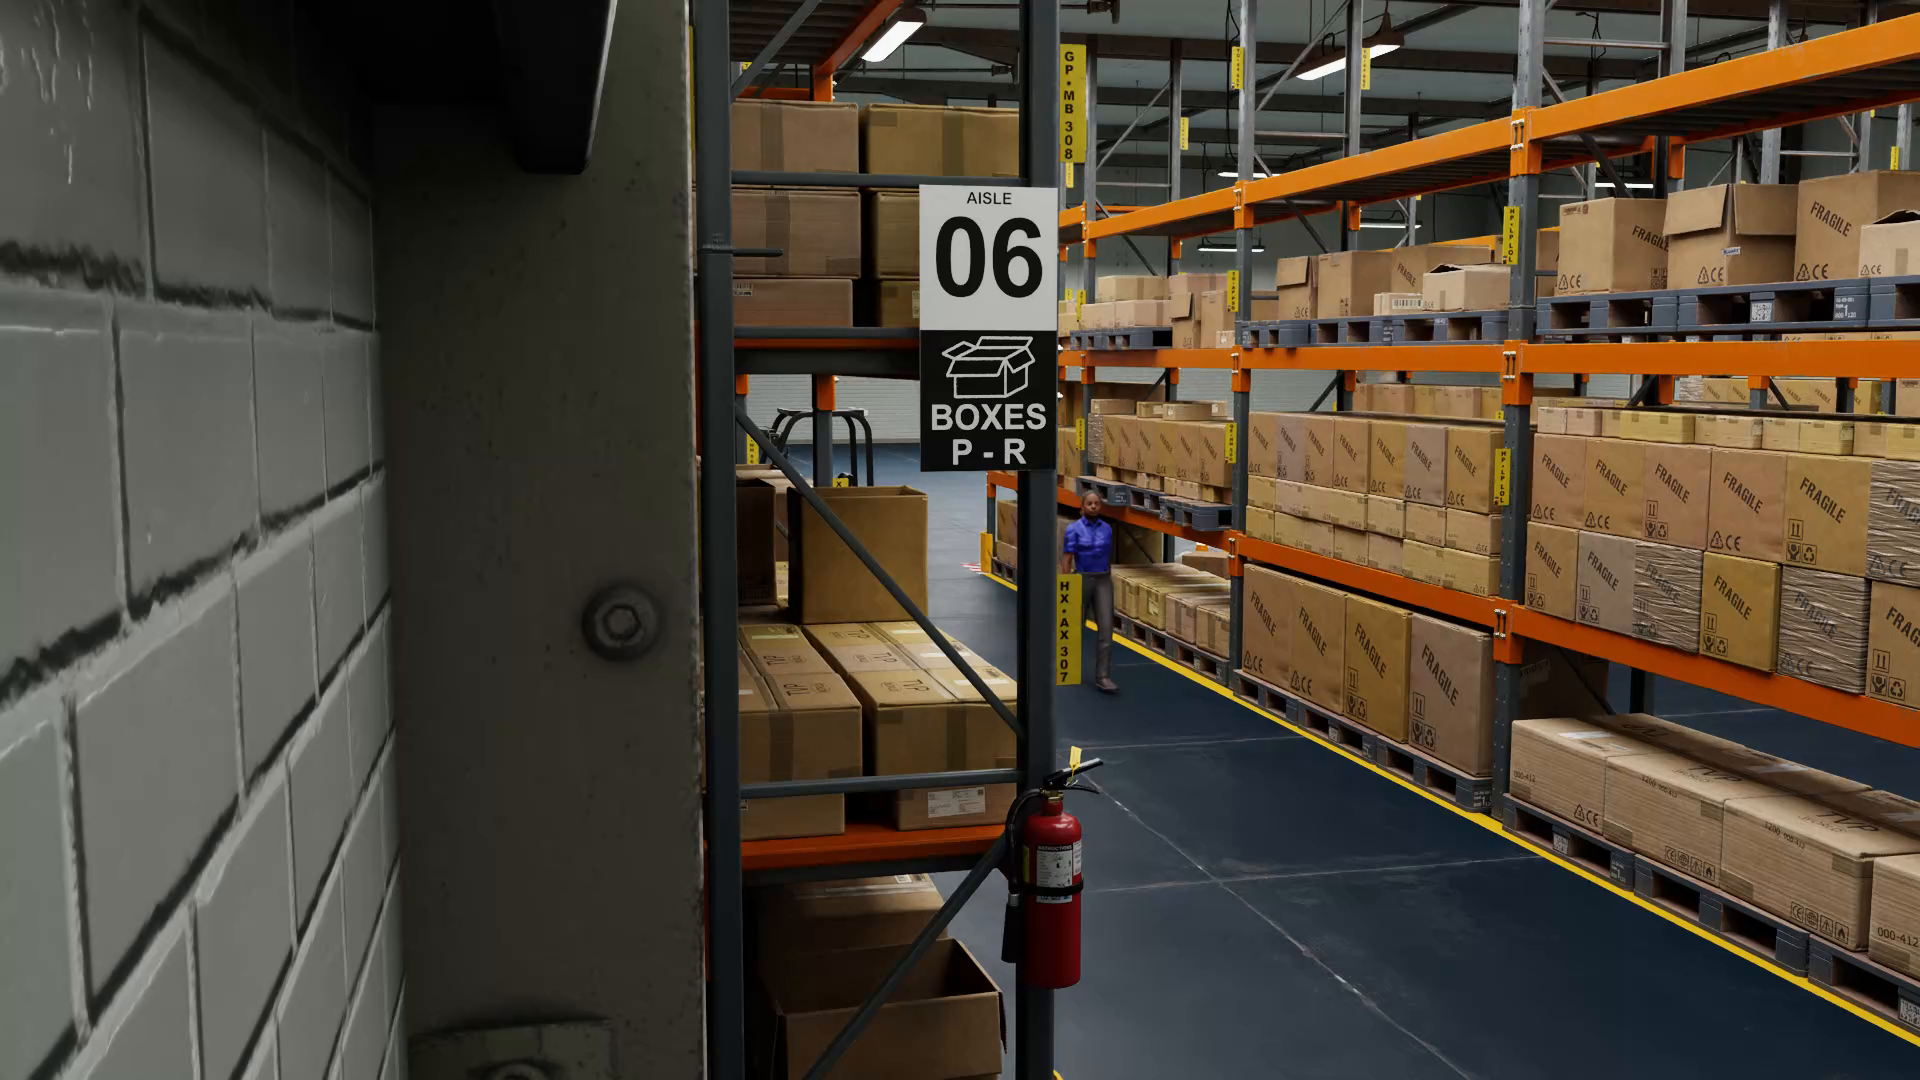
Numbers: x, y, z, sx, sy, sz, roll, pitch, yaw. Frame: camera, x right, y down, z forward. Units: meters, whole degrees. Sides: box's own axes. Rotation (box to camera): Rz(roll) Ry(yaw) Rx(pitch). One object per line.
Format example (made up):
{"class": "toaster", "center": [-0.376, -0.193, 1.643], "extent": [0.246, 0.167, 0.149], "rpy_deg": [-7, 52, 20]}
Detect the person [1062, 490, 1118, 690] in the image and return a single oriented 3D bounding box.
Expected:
{"class": "person", "center": [1.056, 0.392, 13.814], "extent": [0.468, 1.612, 0.881], "rpy_deg": [-2, 6, -14]}
